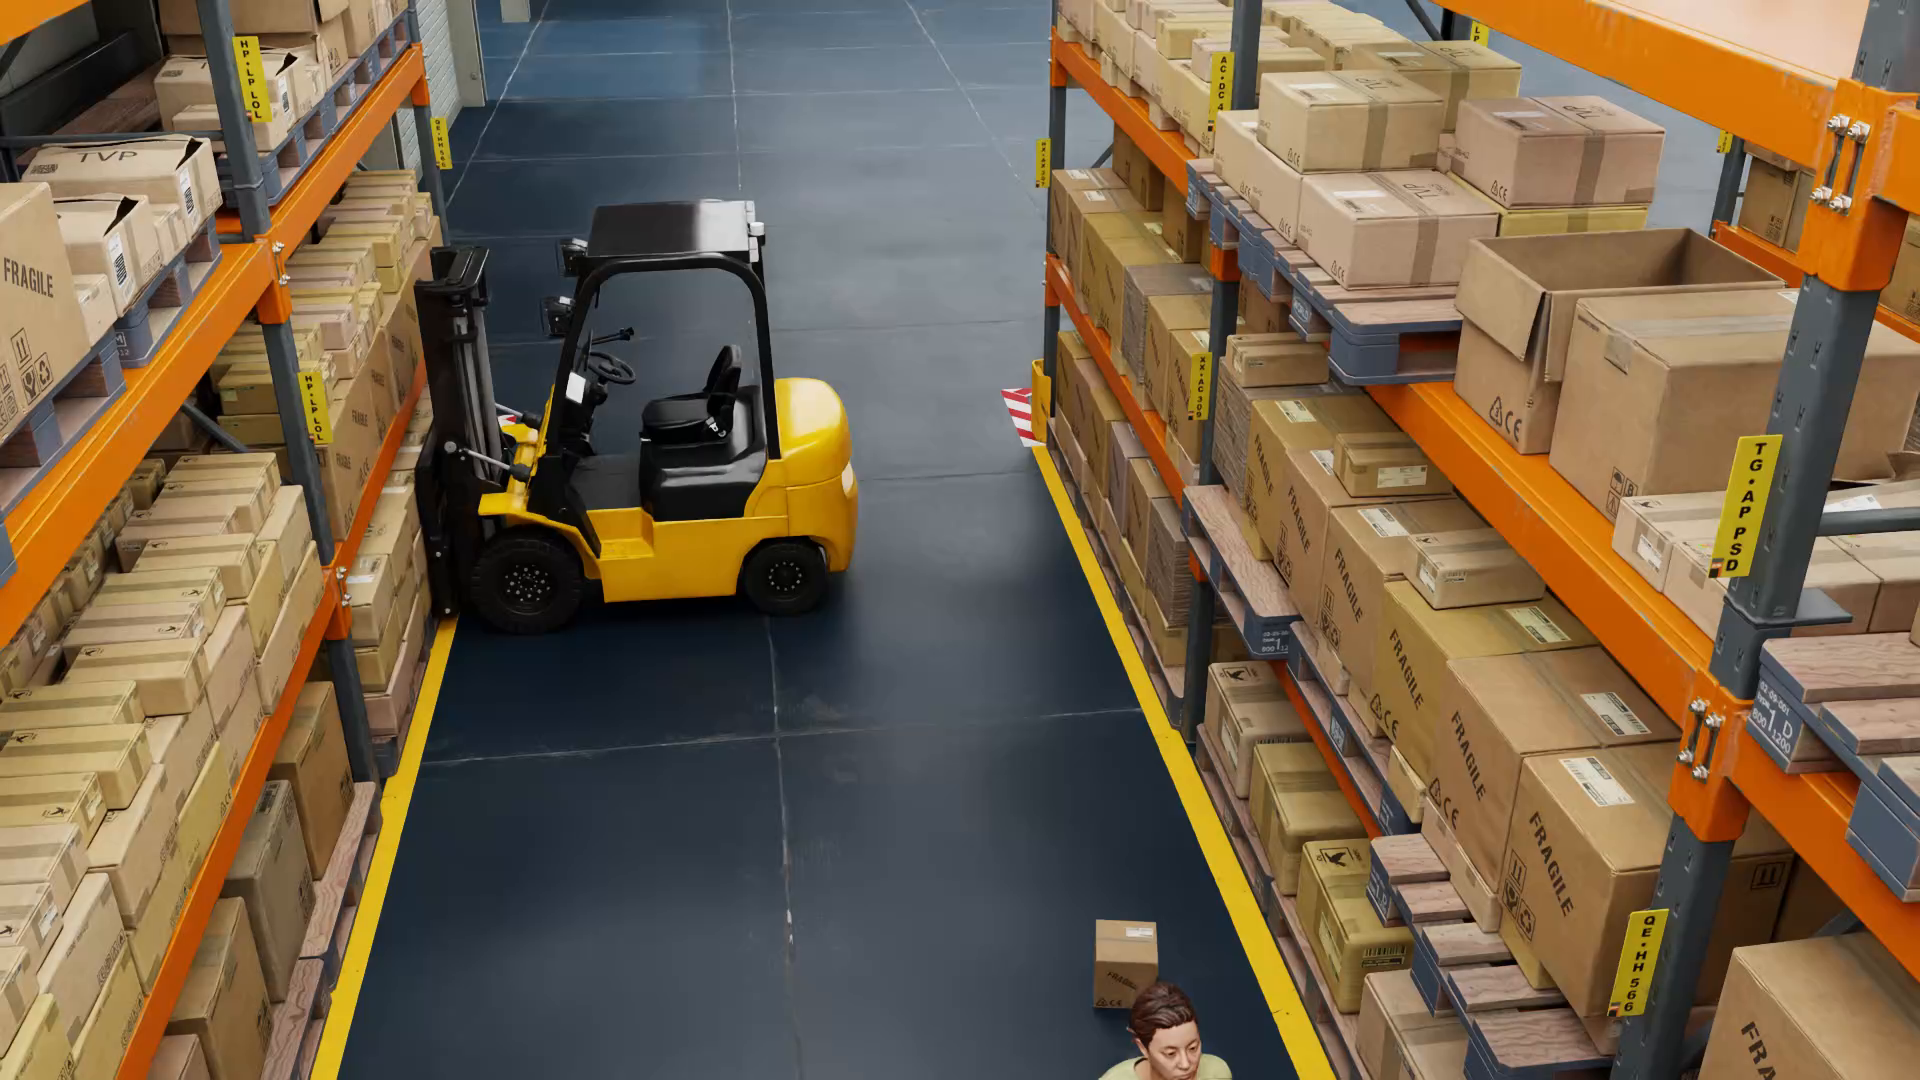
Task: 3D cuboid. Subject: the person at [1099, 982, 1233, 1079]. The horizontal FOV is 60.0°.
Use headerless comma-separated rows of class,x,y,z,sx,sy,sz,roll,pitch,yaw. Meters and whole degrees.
person,0.571,1.991,4.733,0.441,1.676,0.465,-3,27,-5
